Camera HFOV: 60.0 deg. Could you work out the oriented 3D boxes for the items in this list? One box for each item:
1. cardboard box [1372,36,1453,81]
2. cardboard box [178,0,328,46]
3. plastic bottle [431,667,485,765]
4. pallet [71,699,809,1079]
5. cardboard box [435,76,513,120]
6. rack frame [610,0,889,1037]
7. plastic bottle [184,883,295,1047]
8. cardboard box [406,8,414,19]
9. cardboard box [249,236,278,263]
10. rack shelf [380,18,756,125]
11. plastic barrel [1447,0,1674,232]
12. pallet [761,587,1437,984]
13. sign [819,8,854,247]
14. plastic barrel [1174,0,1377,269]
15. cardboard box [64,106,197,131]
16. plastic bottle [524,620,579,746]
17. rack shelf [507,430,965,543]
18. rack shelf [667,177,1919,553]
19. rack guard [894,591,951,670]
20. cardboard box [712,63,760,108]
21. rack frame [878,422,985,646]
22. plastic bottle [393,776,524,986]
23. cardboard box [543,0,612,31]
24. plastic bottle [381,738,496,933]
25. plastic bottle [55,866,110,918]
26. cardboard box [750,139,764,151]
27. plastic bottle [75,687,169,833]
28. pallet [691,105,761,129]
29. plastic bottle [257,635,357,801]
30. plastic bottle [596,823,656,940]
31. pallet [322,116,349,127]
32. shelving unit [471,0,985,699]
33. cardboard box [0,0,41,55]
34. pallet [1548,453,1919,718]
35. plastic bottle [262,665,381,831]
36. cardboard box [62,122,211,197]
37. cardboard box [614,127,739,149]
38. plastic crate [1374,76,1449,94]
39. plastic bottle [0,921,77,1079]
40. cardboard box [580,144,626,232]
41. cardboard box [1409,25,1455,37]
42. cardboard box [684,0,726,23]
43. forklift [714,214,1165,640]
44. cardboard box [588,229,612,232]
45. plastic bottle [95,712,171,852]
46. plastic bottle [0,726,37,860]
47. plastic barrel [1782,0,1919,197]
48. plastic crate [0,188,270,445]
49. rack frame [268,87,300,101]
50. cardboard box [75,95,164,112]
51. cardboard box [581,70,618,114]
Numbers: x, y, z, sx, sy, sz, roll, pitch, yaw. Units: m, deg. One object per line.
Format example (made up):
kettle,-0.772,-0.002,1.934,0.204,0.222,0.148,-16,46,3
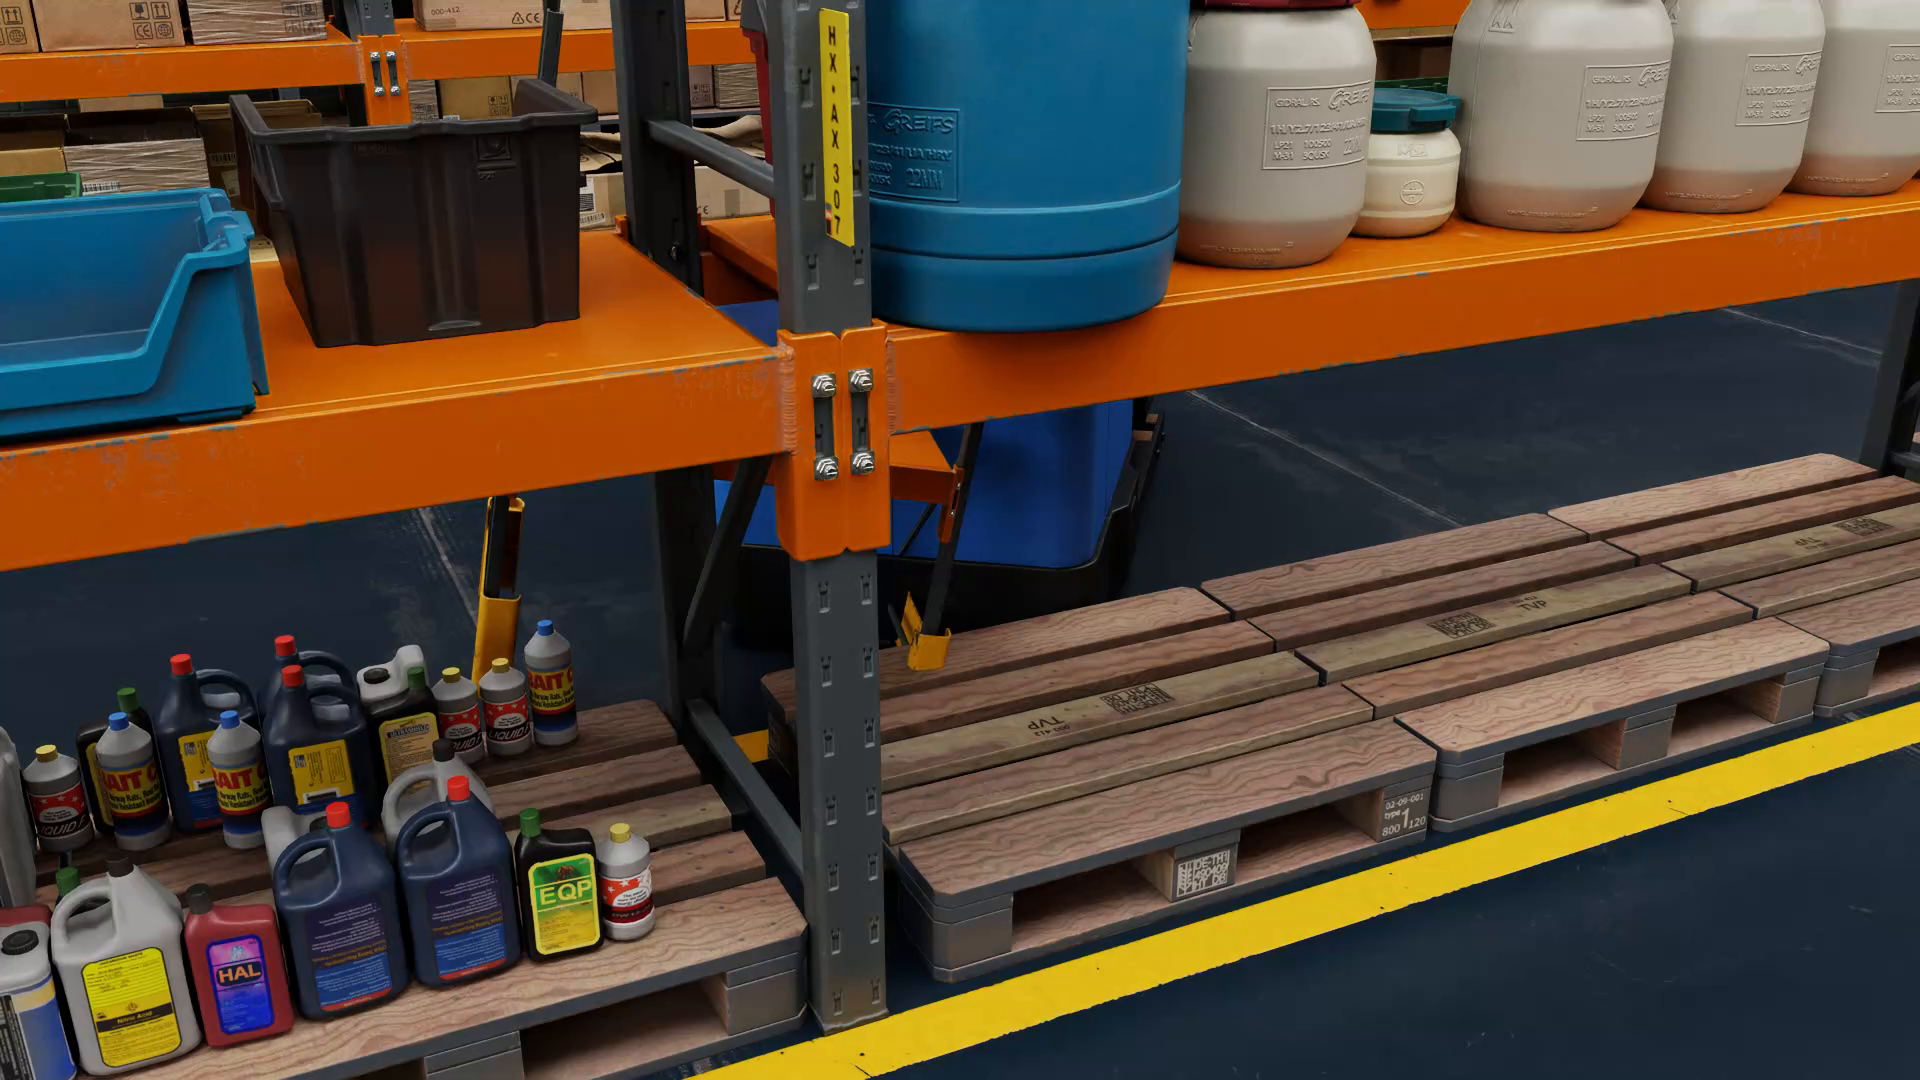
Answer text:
cardboard box,2.763,-2.841,9.905,0.500,0.250,0.500,-11,25,-25
cardboard box,-2.948,-2.335,6.839,0.500,0.500,0.700,-11,25,-25
plastic bottle,-1.067,0.368,3.523,0.097,0.201,0.097,0,22,0
pallet,-1.030,0.728,3.215,1.213,0.211,1.003,-10,25,-24
cardboard box,-3.603,-3.351,12.116,0.500,0.500,0.700,-11,25,-25
rack frame,-0.406,-0.657,2.916,0.127,3.000,1.000,-10,25,-24
plastic bottle,-1.163,0.674,2.677,0.133,0.283,0.061,-9,24,-20
cardboard box,-3.652,-3.668,11.903,0.500,0.250,0.500,-11,25,-25
cardboard box,-2.874,-1.136,7.119,0.500,0.250,0.500,-10,25,-24
rack shelf,-0.749,-2.364,7.981,4.000,0.370,1.077,-10,25,-24
plastic barrel,1.212,-0.925,3.385,0.433,0.535,0.433,0,22,0
pallet,0.284,0.487,3.796,1.213,0.211,1.003,-10,25,-24
sign,-0.178,-0.594,2.401,0.005,0.325,0.100,-10,25,-24
plastic barrel,0.551,-0.803,3.091,0.433,0.535,0.433,0,22,0
cardboard box,-3.552,-1.580,7.212,0.500,0.500,0.500,-10,25,-24
plastic bottle,-0.884,0.302,3.591,0.097,0.271,0.097,0,22,0
rack shelf,-0.540,-0.231,3.927,1.000,0.185,0.538,6,23,-16
rack shelf,1.396,-0.657,3.855,4.000,0.370,1.077,-10,25,-24
rack guard,-0.146,0.223,4.235,0.087,0.250,0.587,6,23,-16
cardboard box,-1.725,-3.646,12.829,0.500,0.500,0.700,-10,25,-23
rack frame,-0.019,-0.344,4.004,0.032,1.500,0.500,6,23,-16
plastic bottle,-0.862,0.569,2.841,0.185,0.351,0.144,-11,25,-25
cardboard box,-1.664,-2.325,7.274,0.250,0.149,0.380,-10,25,-24
plastic bottle,-0.924,0.520,2.961,0.185,0.351,0.144,-10,25,-24
plastic bottle,-1.393,0.655,2.722,0.133,0.283,0.061,-10,25,-24
cardboard box,-0.686,-1.786,7.955,0.500,0.311,0.500,-10,24,-22
plastic bottle,-1.651,0.430,3.266,0.133,0.283,0.061,-9,24,-21
pallet,-1.804,-3.318,12.989,1.213,0.211,1.003,-10,25,-24
plastic bottle,-1.314,0.354,3.361,0.185,0.351,0.144,-10,24,-22
plastic bottle,-0.598,0.600,2.962,0.097,0.201,0.097,0,22,0
pallet,-4.002,-2.913,12.011,1.213,0.211,1.003,-10,25,-24
shelving unit,-0.495,-0.393,3.863,1.083,1.500,0.587,6,23,-16
cardboard box,-3.875,-2.164,6.425,0.500,0.500,0.700,-10,25,-23
pallet,2.483,0.083,4.774,1.213,0.211,1.003,-10,25,-24
plastic bottle,-1.251,0.404,3.241,0.185,0.351,0.144,-10,25,-24
cardboard box,-3.330,-1.404,6.785,0.500,0.500,0.500,-10,25,-24
cardboard box,-1.394,-1.884,8.193,0.500,0.311,0.500,-11,25,-24
plastic crate,1.040,-0.946,3.890,0.662,0.188,0.450,-10,25,-24
plastic bottle,-1.474,0.715,2.587,0.135,0.276,0.152,-10,24,-23
cardboard box,-1.618,-1.612,7.534,0.500,0.311,0.500,-11,25,-24
cardboard box,4.141,-4.693,15.385,0.500,0.500,0.700,-10,24,-22
cardboard box,-1.378,-2.620,7.528,0.500,0.500,0.500,-9,24,-20
forklift,0.124,-1.589,5.256,1.130,2.935,3.031,4,23,11
cardboard box,-1.619,-1.354,7.646,0.500,0.250,0.500,-10,24,-22
plastic bottle,-1.600,0.459,3.210,0.097,0.271,0.097,0,22,0
plastic bottle,-1.867,0.456,3.115,0.185,0.351,0.144,-11,25,-24
plastic barrel,1.984,-1.058,3.739,0.421,0.512,0.421,0,22,0
plastic crate,-1.286,-0.311,2.275,0.616,0.251,0.499,-10,25,-24
rack frame,-4.703,-4.072,11.164,0.127,3.000,1.000,-10,25,-24
cardboard box,-5.621,-2.934,11.109,0.500,0.500,0.500,-12,26,-28
cardboard box,-2.675,-3.508,12.497,0.500,0.500,0.700,-11,25,-24
